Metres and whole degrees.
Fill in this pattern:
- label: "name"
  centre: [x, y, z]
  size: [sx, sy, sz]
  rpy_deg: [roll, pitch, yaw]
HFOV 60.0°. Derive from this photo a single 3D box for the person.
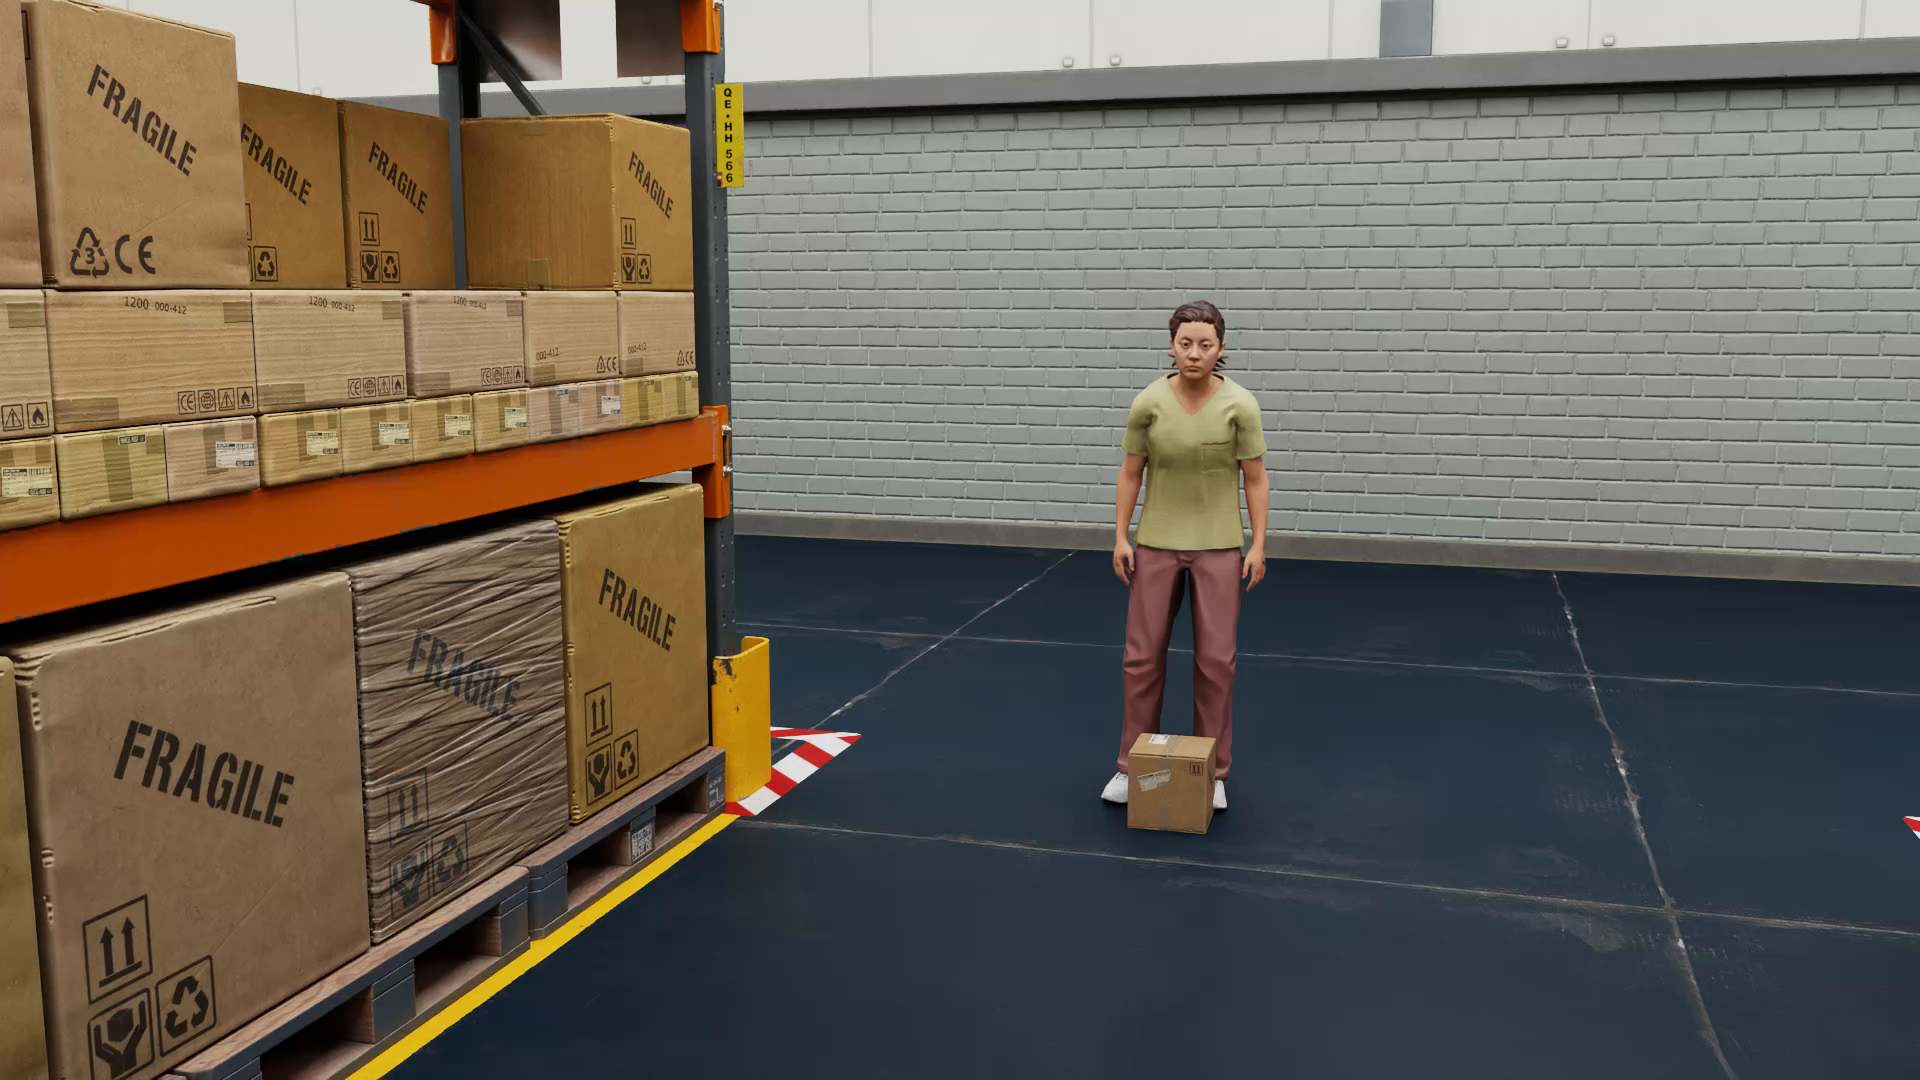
- label: "person"
  centre: [0.756, 0.047, 5.520]
  size: [0.519, 1.673, 0.353]
  rpy_deg: [2, 9, 13]
